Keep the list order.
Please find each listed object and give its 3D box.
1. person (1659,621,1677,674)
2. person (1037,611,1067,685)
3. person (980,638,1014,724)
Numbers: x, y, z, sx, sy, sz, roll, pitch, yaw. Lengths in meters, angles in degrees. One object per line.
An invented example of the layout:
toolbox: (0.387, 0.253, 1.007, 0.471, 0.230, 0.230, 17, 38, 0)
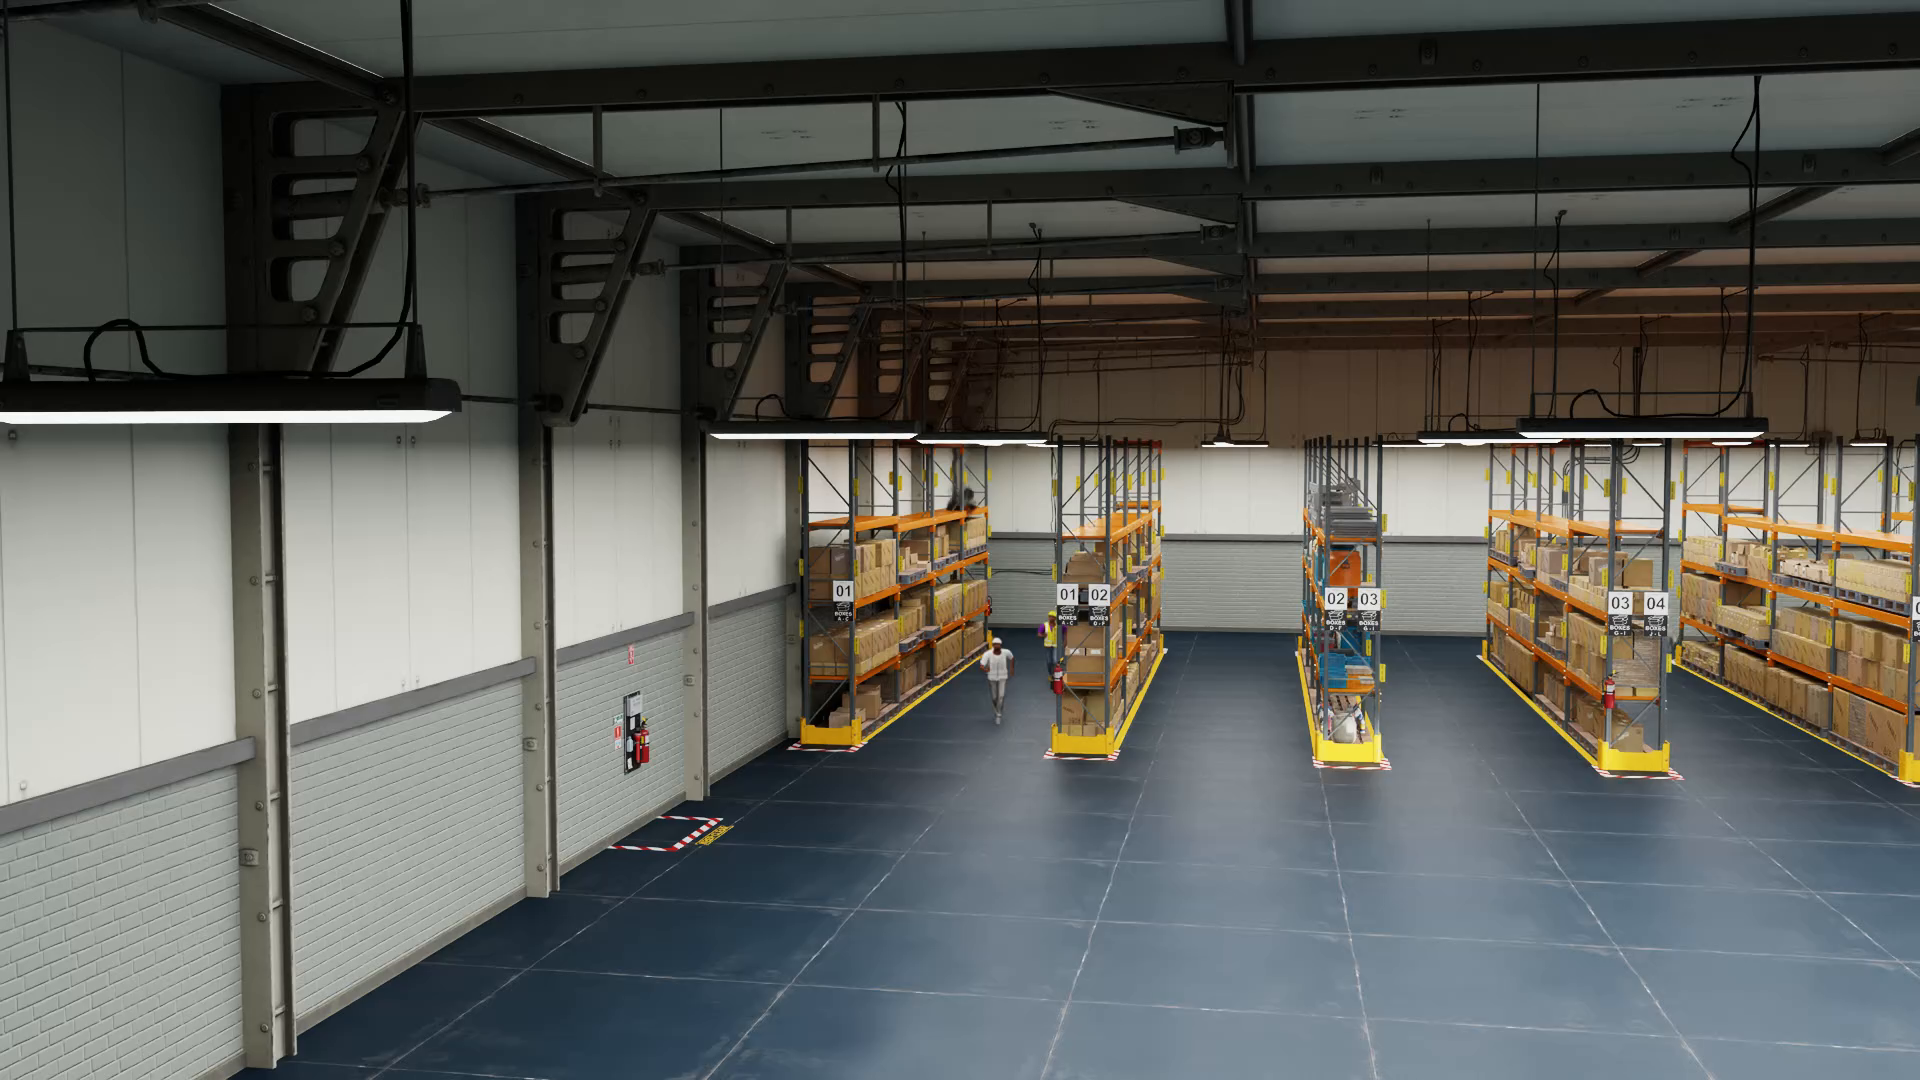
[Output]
person: (17.420, 2.733, 41.103, 0.533, 1.571, 0.588, 1, 3, 12)
person: (2.247, 2.641, 40.604, 0.720, 1.833, 0.783, 1, 3, 10)
person: (0.791, 2.959, 35.146, 0.731, 1.810, 0.938, 0, 3, 0)
